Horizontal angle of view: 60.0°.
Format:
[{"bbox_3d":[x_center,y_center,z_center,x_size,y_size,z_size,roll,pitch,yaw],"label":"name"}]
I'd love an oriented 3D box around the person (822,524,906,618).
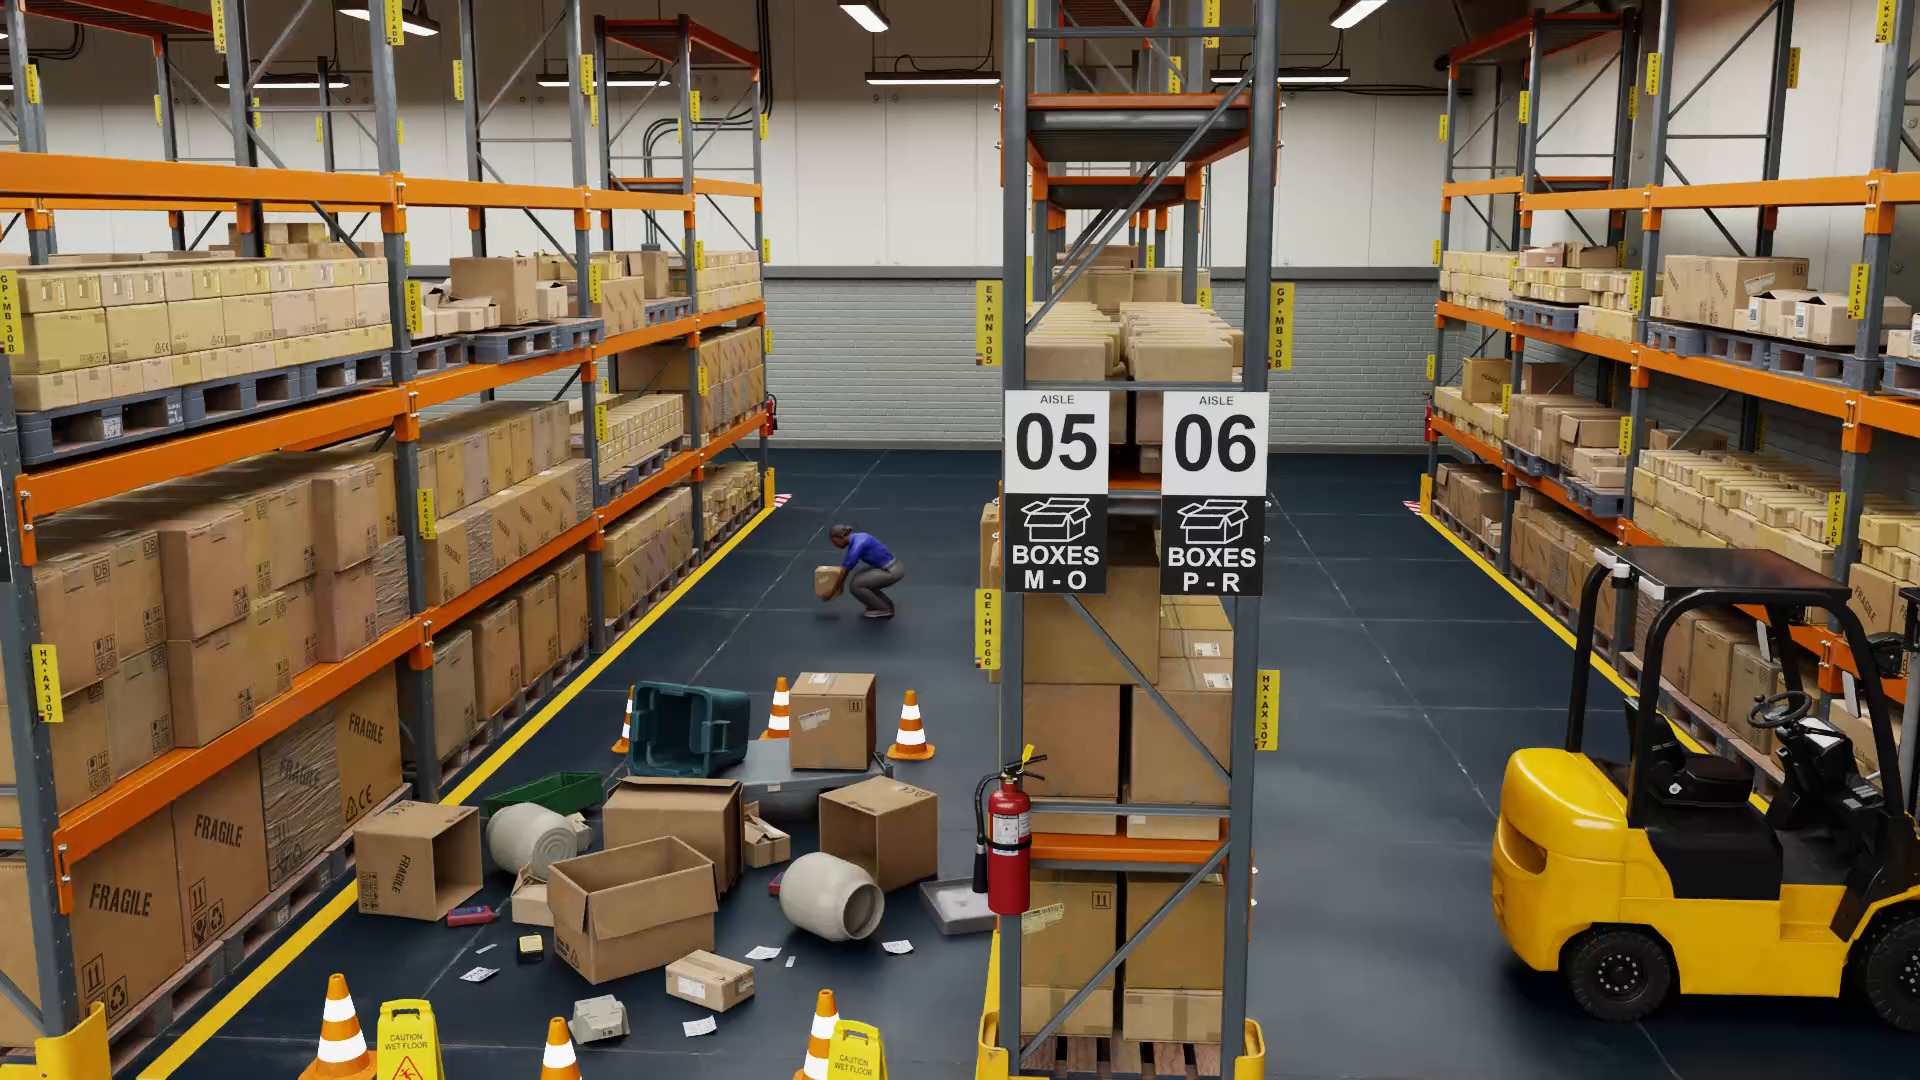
[{"bbox_3d":[-0.949,0.291,16.416,0.825,0.919,0.496,1,11,4],"label":"person"}]
